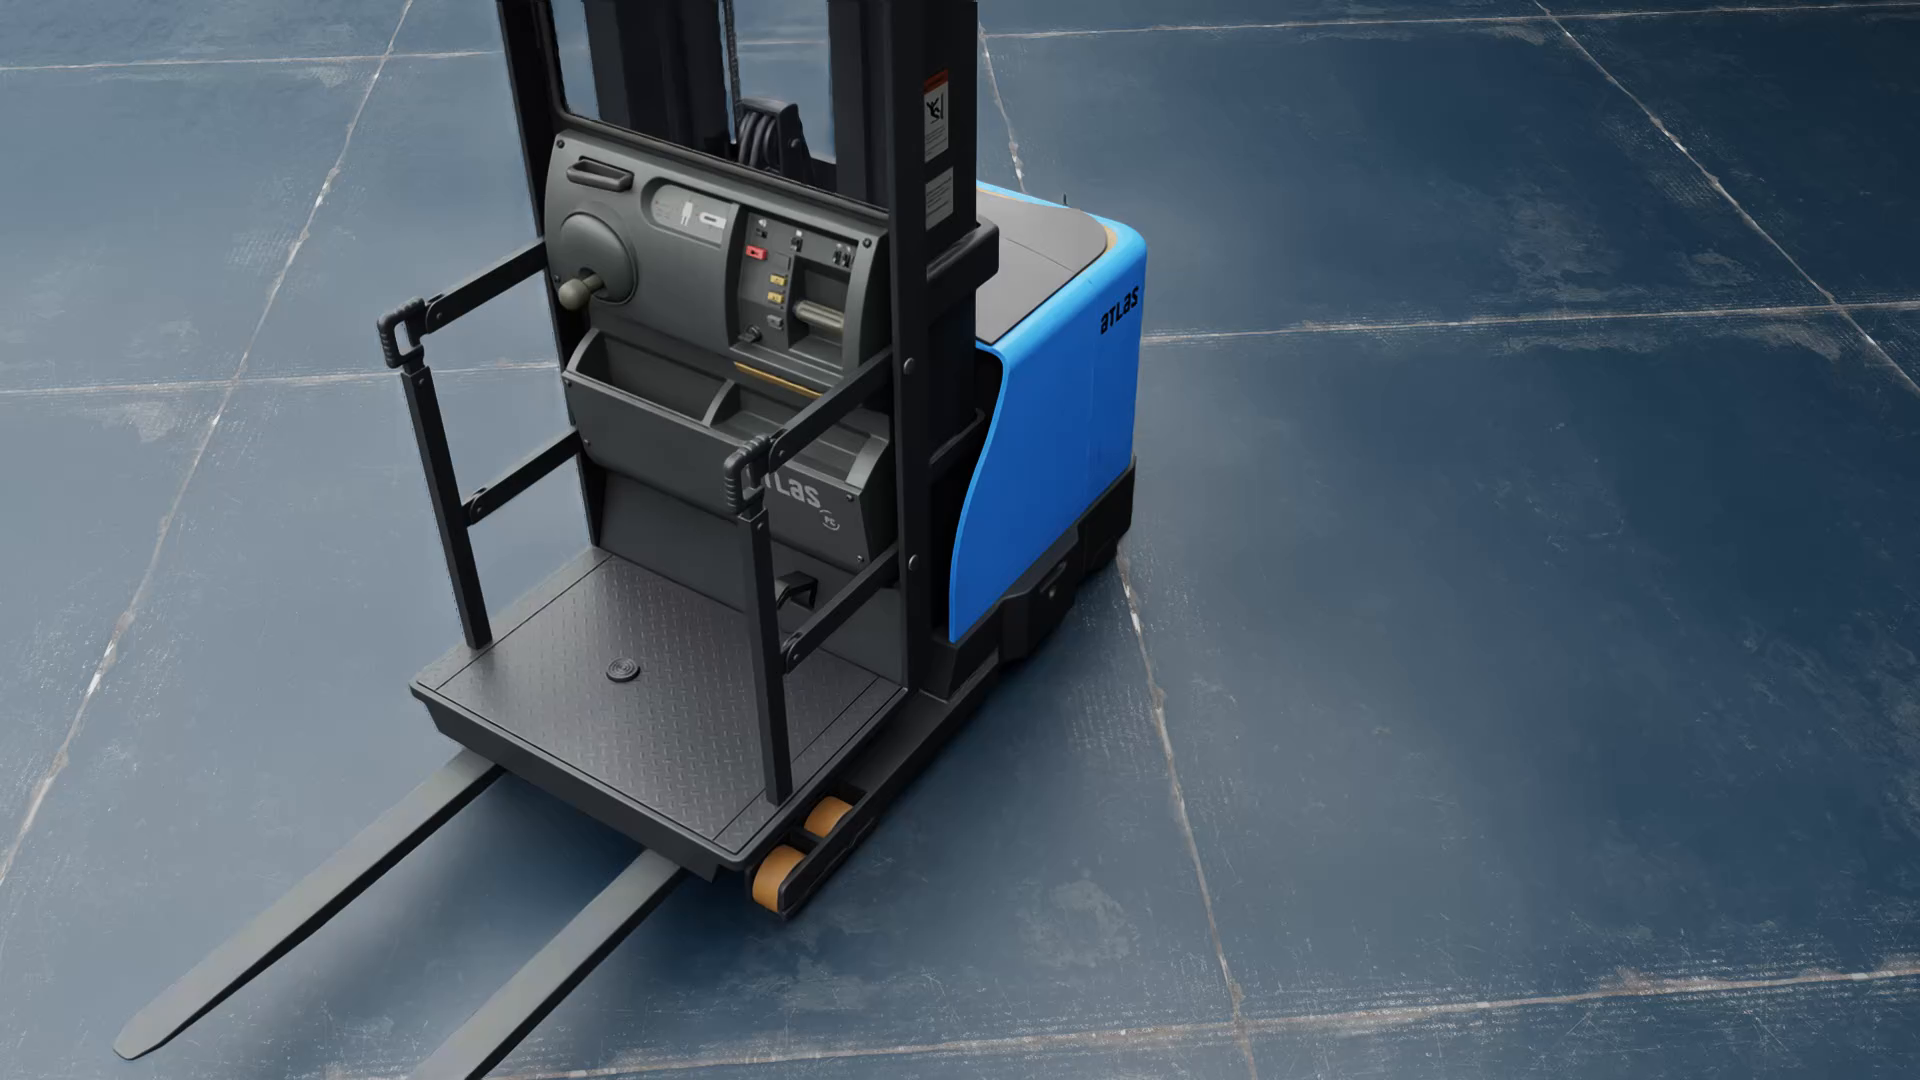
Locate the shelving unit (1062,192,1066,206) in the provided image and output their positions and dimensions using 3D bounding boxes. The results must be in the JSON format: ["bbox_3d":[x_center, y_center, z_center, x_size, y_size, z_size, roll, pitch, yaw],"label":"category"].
[{"bbox_3d":[0.256,-0.639,5.334,0.210,0.900,0.258,-10,39,-12],"label":"shelving unit"}]

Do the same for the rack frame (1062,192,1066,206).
[{"bbox_3d":[0.354,-0.657,5.356,0.006,0.900,0.240,-10,39,-12],"label":"rack frame"}]

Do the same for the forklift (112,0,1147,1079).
[{"bbox_3d":[-0.692,-0.570,3.606,1.130,2.935,3.031,22,43,25],"label":"forklift"}]
